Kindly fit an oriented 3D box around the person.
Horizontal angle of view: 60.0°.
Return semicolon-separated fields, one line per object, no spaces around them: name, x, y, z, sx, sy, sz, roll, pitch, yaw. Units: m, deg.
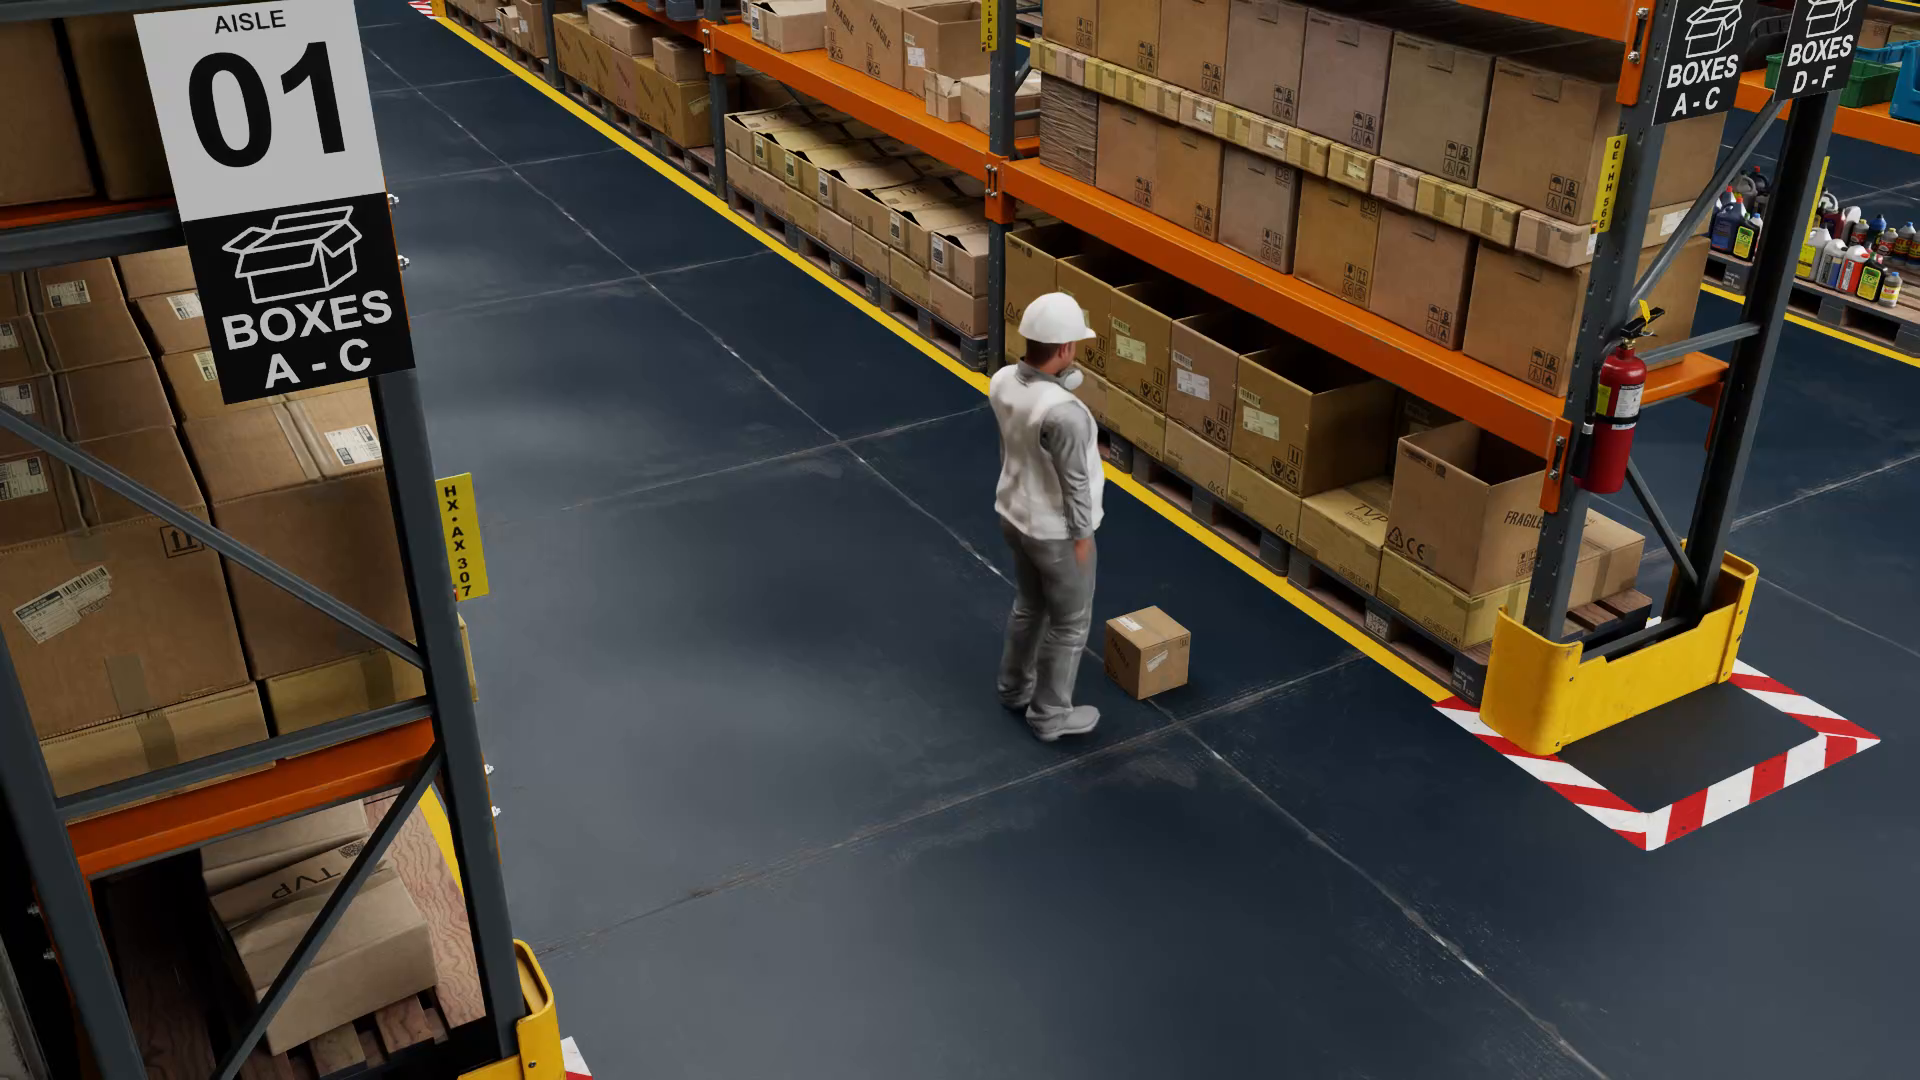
person;0.327;-0.088;6.271;0.355;1.764;0.533;-15;32;-25
